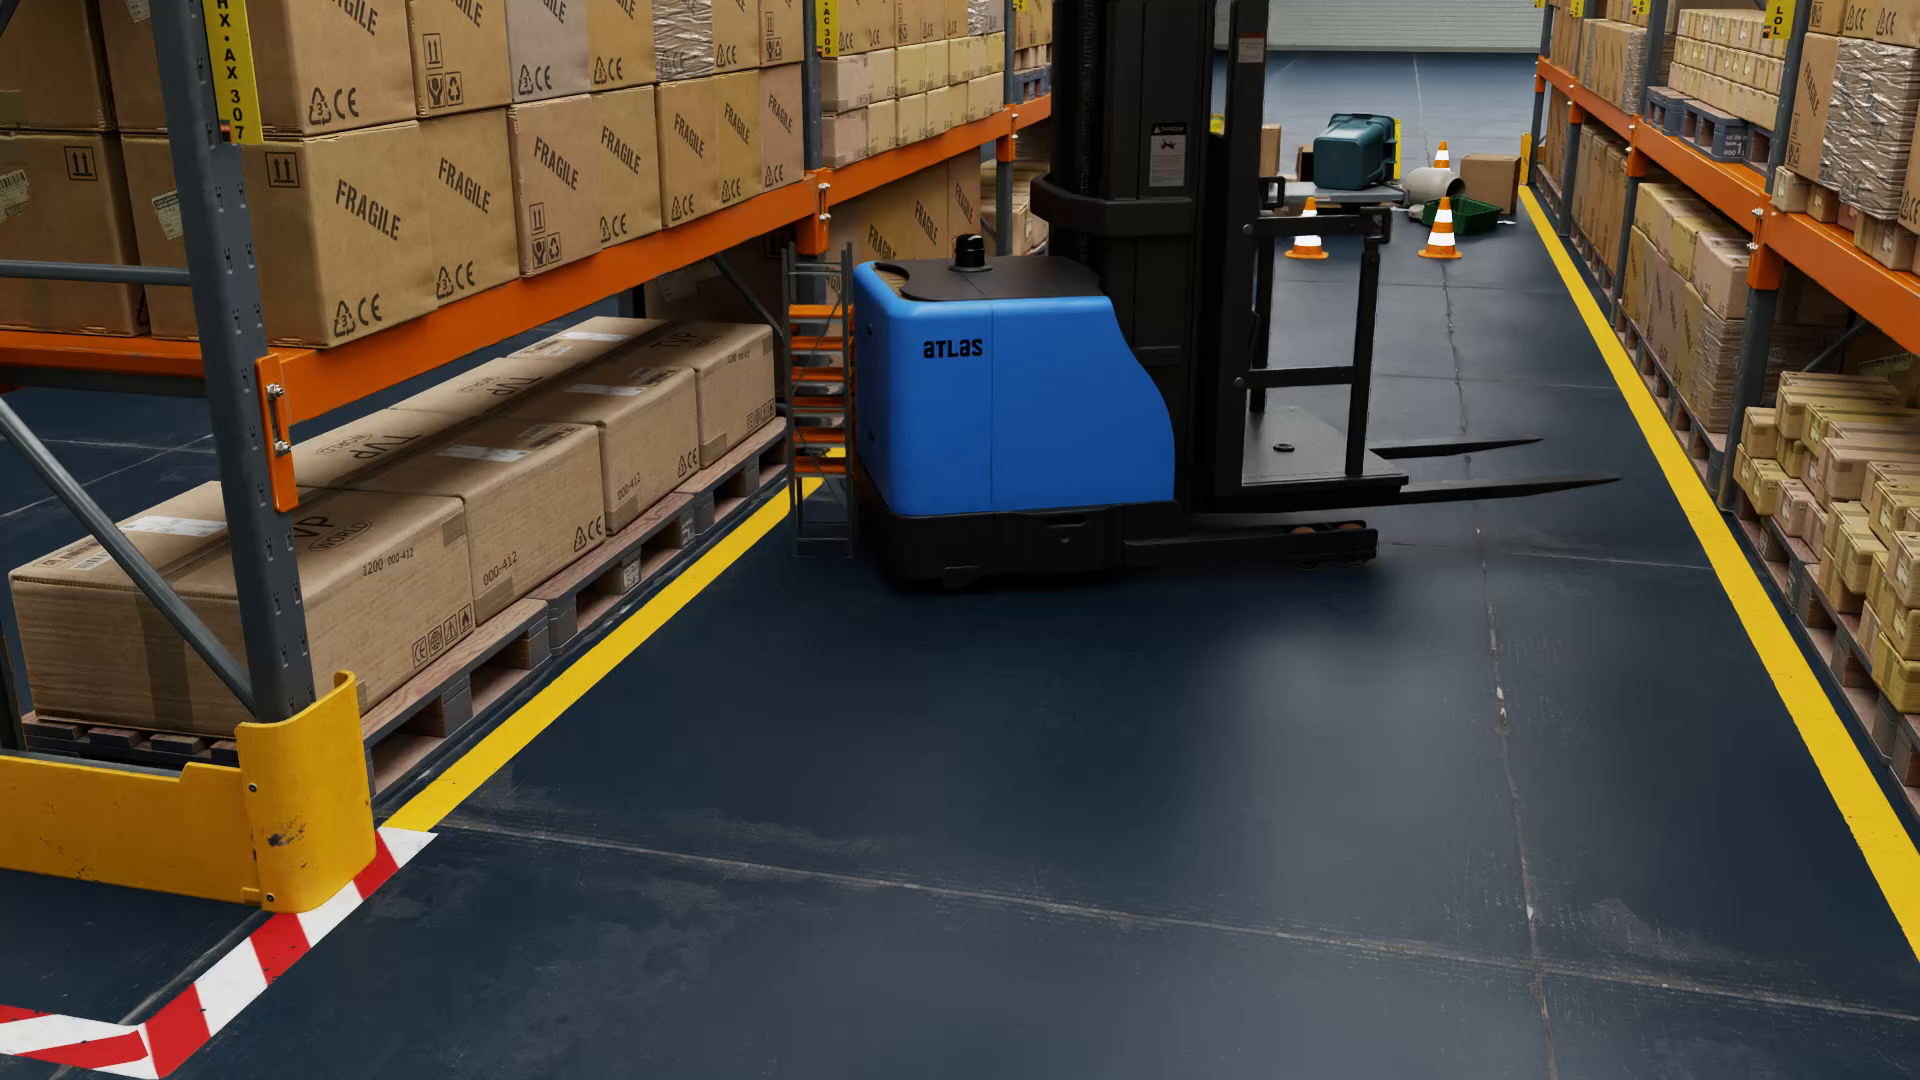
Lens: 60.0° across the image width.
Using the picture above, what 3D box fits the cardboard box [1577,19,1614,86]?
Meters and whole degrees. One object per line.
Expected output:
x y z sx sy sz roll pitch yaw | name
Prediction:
5.272 -3.921 13.371 0.500 0.500 0.500 5 19 14 | cardboard box

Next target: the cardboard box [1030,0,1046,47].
0.315 -3.796 11.896 0.500 0.500 0.500 6 20 16 | cardboard box

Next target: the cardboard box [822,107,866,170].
-0.754 -1.915 7.885 0.500 0.250 0.500 4 19 12 | cardboard box

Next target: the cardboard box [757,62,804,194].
-0.983 -1.751 7.017 0.500 0.500 0.500 5 19 14 | cardboard box

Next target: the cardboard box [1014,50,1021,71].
0.221 -3.375 11.668 0.380 0.149 0.250 3 19 10 | cardboard box

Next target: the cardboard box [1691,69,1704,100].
4.184 -2.465 9.004 0.380 0.149 0.250 6 20 16 | cardboard box

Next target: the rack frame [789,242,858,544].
-0.526 -0.555 6.456 0.240 1.200 0.006 1 19 3 | rack frame

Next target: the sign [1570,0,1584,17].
5.123 -4.507 13.782 0.100 0.325 0.005 5 19 13 | sign

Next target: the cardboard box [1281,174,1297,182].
3.453 -3.711 17.321 0.380 0.149 0.250 17 25 41 | cardboard box

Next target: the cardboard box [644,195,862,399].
-1.044 -1.263 8.381 0.875 0.875 0.875 5 20 15 | cardboard box

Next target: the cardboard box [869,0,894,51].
-0.634 -2.666 8.151 0.500 0.500 0.500 5 19 13 | cardboard box

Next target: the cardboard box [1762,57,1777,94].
3.740 -2.031 7.271 0.380 0.149 0.250 6 20 16 | cardboard box

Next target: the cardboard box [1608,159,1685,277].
4.921 -2.081 10.971 1.050 0.750 0.750 4 19 13 | cardboard box

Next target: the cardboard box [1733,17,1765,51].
3.935 -2.421 7.952 0.380 0.149 0.250 4 19 11 | cardboard box

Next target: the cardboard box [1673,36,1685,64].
4.372 -2.848 9.665 0.380 0.149 0.250 6 20 16 | cardboard box

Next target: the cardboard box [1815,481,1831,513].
3.240 -0.162 5.821 0.380 0.149 0.250 4 19 11 | cardboard box

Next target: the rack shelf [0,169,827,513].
-1.606 -0.901 5.799 1.077 0.370 4.000 5 19 13 | rack shelf

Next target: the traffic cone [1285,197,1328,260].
2.791 -2.507 13.310 0.336 0.463 0.334 5 19 13 | traffic cone

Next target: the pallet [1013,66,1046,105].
-0.069 -3.264 11.898 1.213 0.211 1.003 5 19 13 | pallet

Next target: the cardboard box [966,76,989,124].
-0.122 -2.711 10.216 0.500 0.250 0.500 5 19 14 | cardboard box

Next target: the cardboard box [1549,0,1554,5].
6.511 -5.739 16.948 0.875 0.550 0.550 5 19 13 | cardboard box

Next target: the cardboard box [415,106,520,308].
-1.602 -0.951 4.676 0.500 0.500 0.500 4 19 13 | cardboard box

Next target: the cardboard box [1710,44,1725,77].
4.059 -2.444 8.482 0.380 0.149 0.250 4 19 13 | cardboard box

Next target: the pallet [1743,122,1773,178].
4.035 -1.647 7.165 1.003 0.211 1.213 5 19 13 | pallet

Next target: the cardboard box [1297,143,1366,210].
3.620 -3.469 15.854 0.797 0.637 0.503 5 19 13 | cardboard box

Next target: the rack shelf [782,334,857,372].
-0.531 -0.711 6.306 0.258 0.103 0.180 1 19 3 | rack shelf

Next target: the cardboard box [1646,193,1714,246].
4.158 -1.778 9.310 0.500 0.250 0.500 4 19 13 | cardboard box

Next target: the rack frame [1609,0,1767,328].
4.685 -2.763 10.137 1.000 3.000 0.127 5 19 13 | rack frame

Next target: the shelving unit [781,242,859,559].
-0.531 -0.525 6.370 0.258 1.200 0.189 1 19 3 | shelving unit

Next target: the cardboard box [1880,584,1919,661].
2.821 0.239 4.646 0.380 0.149 0.250 5 19 14 | cardboard box

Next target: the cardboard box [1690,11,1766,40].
4.256 -2.834 9.163 0.380 0.149 0.250 5 19 13 | cardboard box

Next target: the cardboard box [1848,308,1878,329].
4.144 -1.091 7.298 0.500 0.250 0.500 4 19 11 | cardboard box

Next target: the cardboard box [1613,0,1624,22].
5.423 -4.220 12.700 0.700 0.500 0.500 4 19 12 | cardboard box

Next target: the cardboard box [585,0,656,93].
-1.343 -1.744 5.452 0.500 0.500 0.500 5 19 14 | cardboard box

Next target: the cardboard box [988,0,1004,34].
-0.013 -3.460 10.476 0.500 0.500 0.500 4 19 12 | cardboard box

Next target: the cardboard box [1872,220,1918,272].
3.046 -0.911 5.103 0.380 0.149 0.250 6 20 16 | cardboard box

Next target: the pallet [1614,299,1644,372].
4.492 -1.199 9.871 1.003 0.211 1.213 5 19 13 | pallet

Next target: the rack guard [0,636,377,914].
-2.101 0.575 4.230 1.175 0.500 0.348 5 19 13 | rack guard

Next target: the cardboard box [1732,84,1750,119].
3.862 -2.055 7.803 0.380 0.149 0.250 4 19 11 | cardboard box

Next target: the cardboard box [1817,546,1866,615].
3.029 0.139 5.399 0.380 0.149 0.250 4 19 12 | cardboard box

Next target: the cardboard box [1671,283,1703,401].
3.770 -0.938 8.011 0.500 0.500 0.500 4 19 12 | cardboard box

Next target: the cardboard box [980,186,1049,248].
0.180 -2.486 12.741 0.950 0.372 0.625 4 19 12 | cardboard box

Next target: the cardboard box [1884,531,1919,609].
2.807 0.097 4.604 0.380 0.149 0.250 5 20 15 | cardboard box

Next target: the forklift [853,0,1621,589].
1.129 -1.431 6.344 3.031 2.935 1.130 -4 19 -11 | forklift

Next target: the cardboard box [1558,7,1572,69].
6.131 -4.713 15.612 0.875 0.550 0.500 5 19 13 | cardboard box

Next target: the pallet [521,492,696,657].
-1.675 0.067 6.166 1.003 0.211 1.213 5 19 13 | pallet

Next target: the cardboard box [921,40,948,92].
-0.366 -2.630 9.207 0.500 0.250 0.500 4 19 12 | cardboard box

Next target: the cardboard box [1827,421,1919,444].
3.242 -0.301 5.768 0.380 0.149 0.250 4 19 12 | cardboard box

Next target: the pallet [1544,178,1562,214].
6.220 -3.313 16.061 1.003 0.211 1.213 5 19 13 | pallet

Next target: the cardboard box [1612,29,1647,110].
4.657 -3.129 11.054 0.500 0.500 0.500 5 19 13 | cardboard box

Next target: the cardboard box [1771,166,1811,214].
3.321 -1.328 6.323 0.380 0.149 0.250 5 20 15 | cardboard box

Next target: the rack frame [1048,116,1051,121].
0.837 -4.376 14.859 1.000 3.000 0.127 5 19 13 | rack frame

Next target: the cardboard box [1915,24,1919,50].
2.969 -1.569 4.478 0.500 0.500 0.500 4 19 11 | cardboard box
